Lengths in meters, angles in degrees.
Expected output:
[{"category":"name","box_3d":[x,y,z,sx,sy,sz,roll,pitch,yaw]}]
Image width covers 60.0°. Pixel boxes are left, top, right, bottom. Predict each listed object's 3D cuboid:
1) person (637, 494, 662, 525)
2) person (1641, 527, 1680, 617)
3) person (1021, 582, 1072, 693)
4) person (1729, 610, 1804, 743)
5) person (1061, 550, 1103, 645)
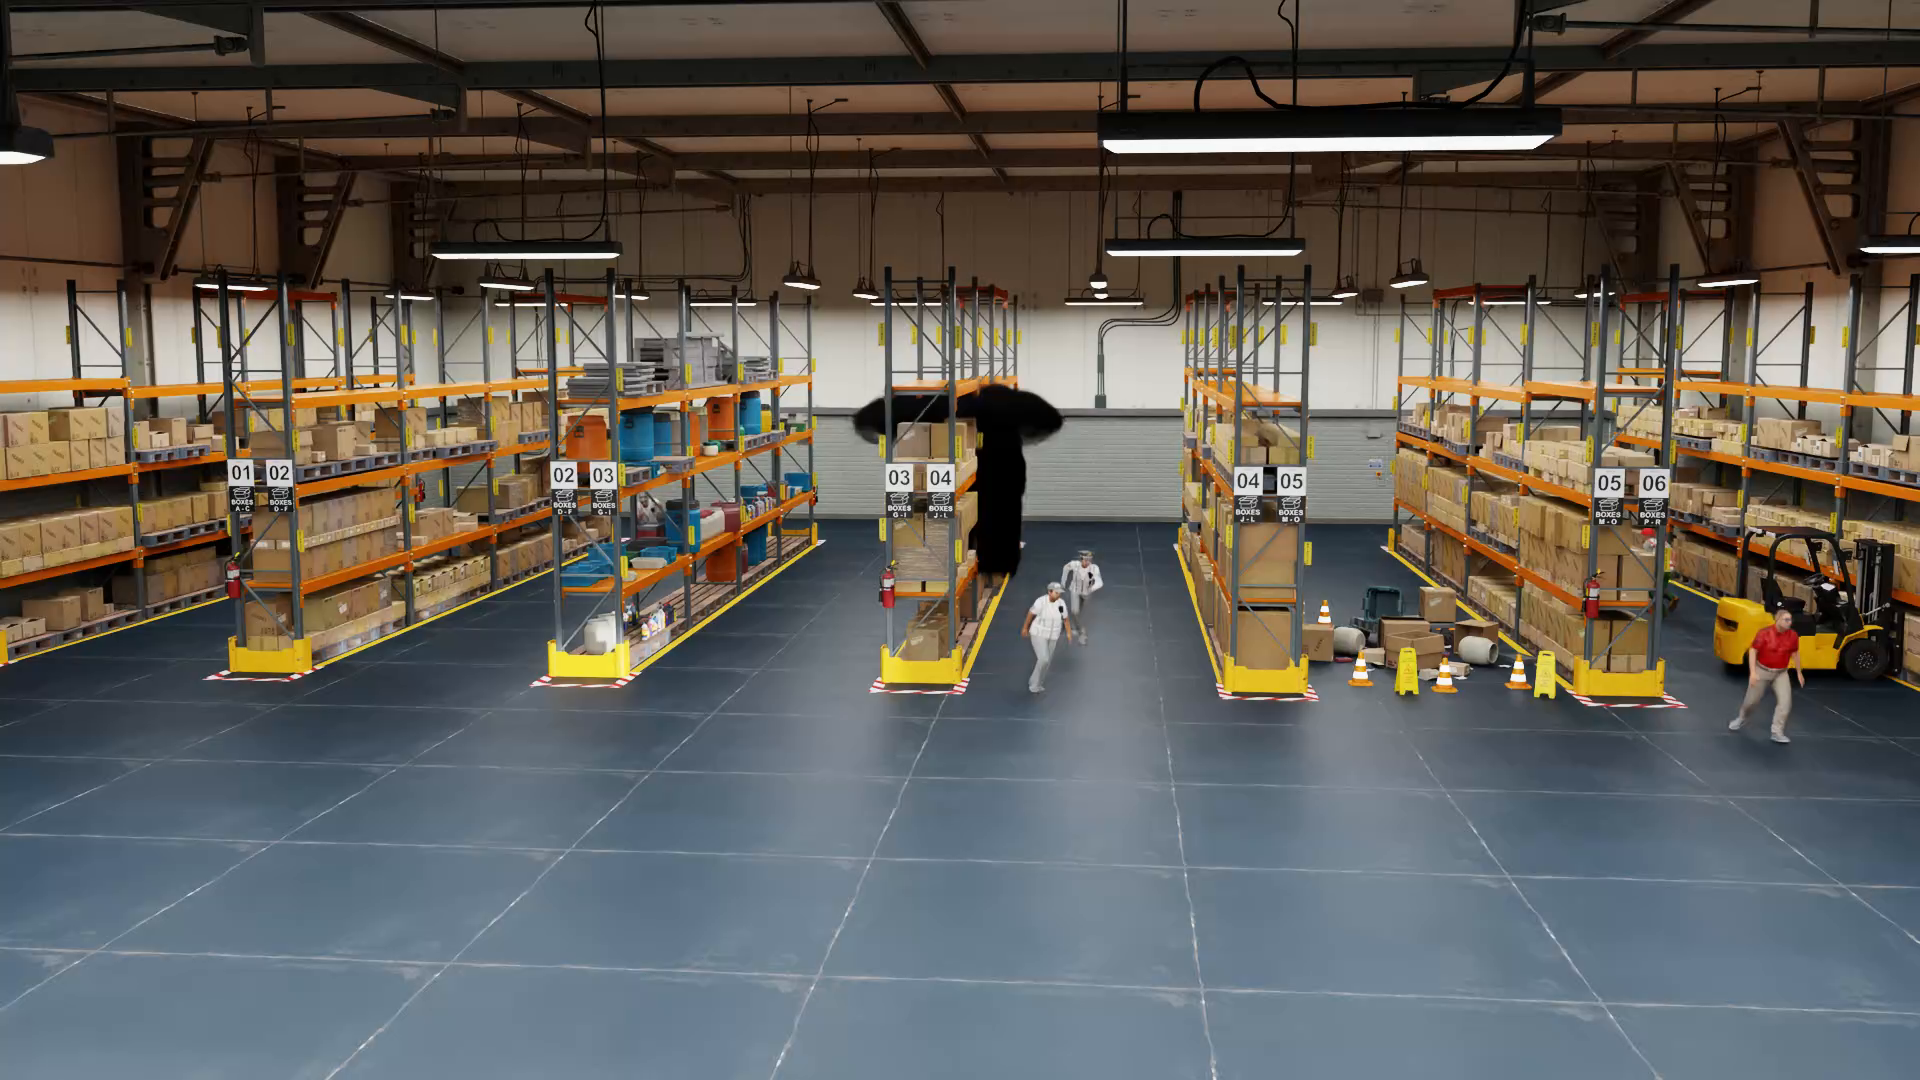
[{"category":"person","box_3d":[-7.129,-0.341,38.051,0.684,1.469,1.024,-1,7,-11]},{"category":"person","box_3d":[12.659,0.587,30.031,0.679,1.578,0.963,-3,7,-21]},{"category":"person","box_3d":[1.240,1.364,23.421,0.565,1.607,0.740,-3,8,-26]},{"category":"person","box_3d":[10.166,1.655,20.884,0.719,1.652,0.867,0,7,-3]},{"category":"person","box_3d":[1.924,0.862,26.351,0.623,1.490,1.047,0,7,-3]}]
